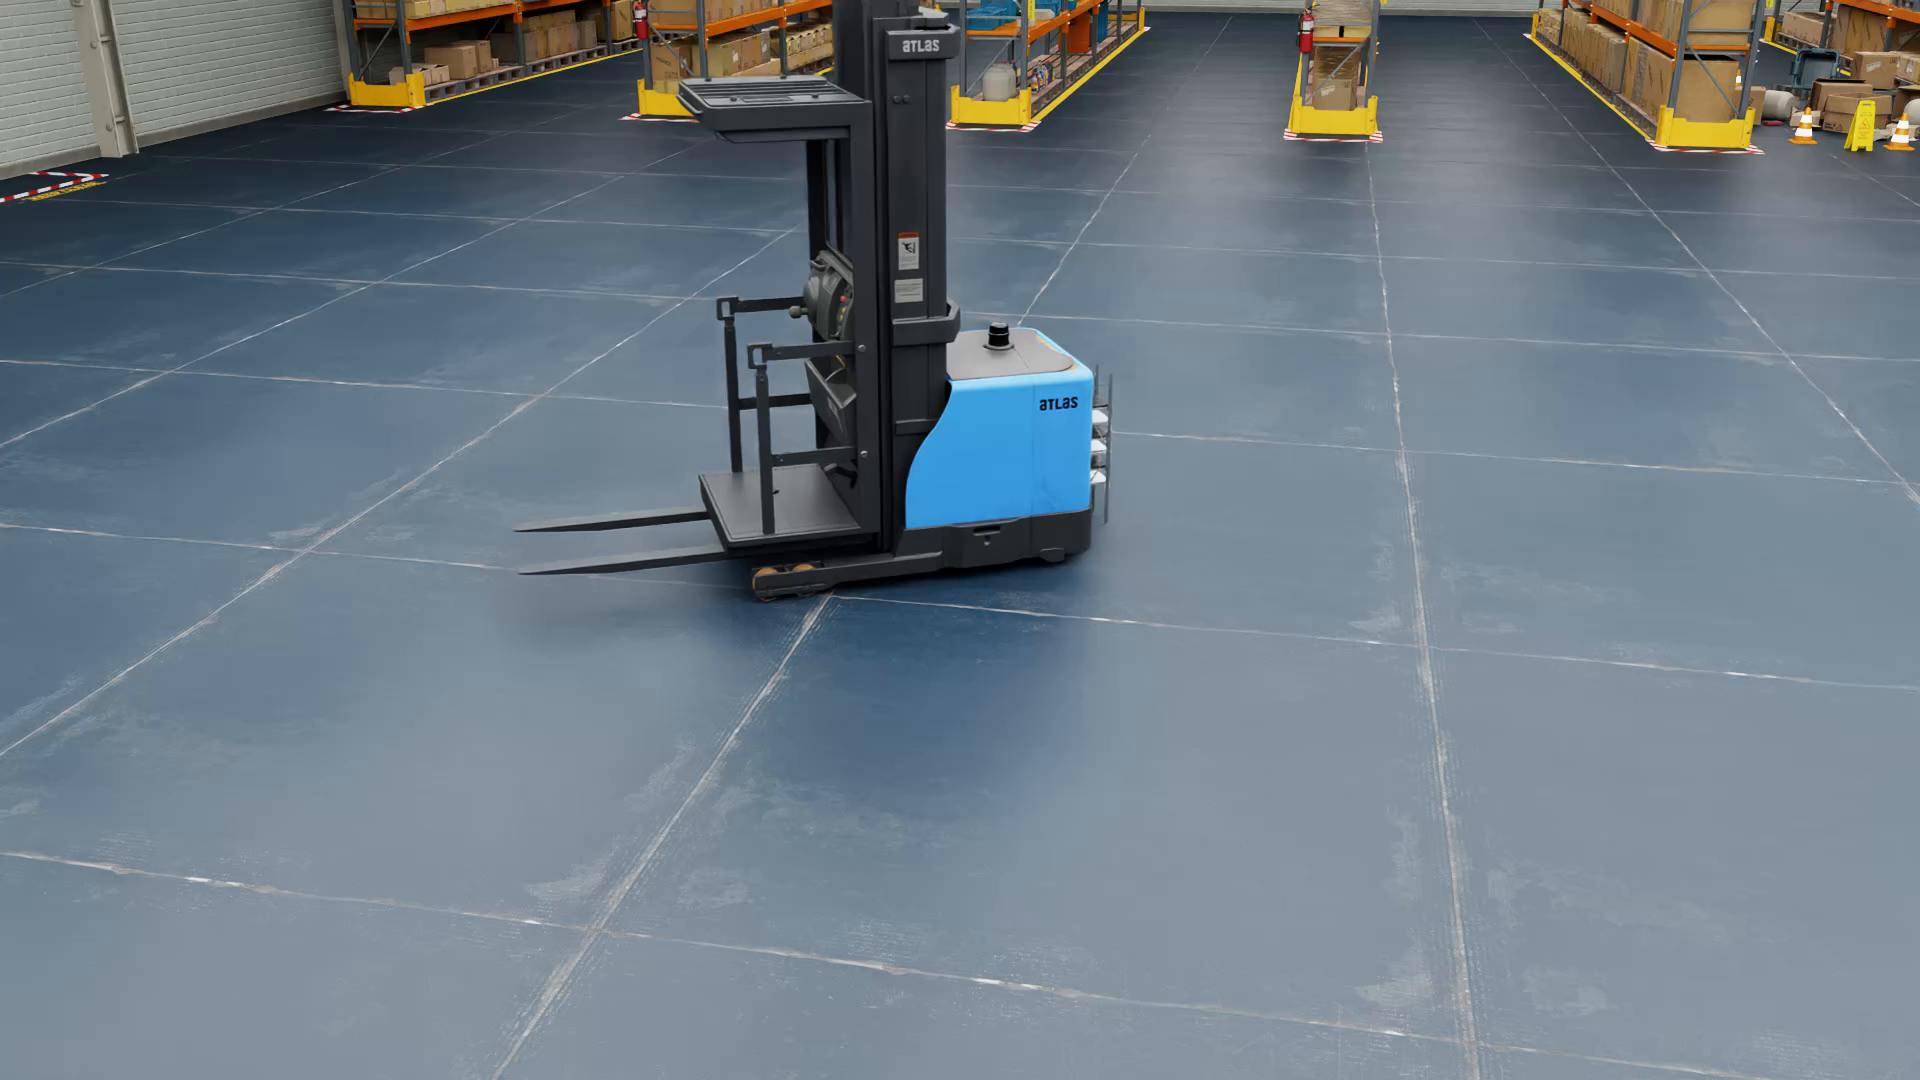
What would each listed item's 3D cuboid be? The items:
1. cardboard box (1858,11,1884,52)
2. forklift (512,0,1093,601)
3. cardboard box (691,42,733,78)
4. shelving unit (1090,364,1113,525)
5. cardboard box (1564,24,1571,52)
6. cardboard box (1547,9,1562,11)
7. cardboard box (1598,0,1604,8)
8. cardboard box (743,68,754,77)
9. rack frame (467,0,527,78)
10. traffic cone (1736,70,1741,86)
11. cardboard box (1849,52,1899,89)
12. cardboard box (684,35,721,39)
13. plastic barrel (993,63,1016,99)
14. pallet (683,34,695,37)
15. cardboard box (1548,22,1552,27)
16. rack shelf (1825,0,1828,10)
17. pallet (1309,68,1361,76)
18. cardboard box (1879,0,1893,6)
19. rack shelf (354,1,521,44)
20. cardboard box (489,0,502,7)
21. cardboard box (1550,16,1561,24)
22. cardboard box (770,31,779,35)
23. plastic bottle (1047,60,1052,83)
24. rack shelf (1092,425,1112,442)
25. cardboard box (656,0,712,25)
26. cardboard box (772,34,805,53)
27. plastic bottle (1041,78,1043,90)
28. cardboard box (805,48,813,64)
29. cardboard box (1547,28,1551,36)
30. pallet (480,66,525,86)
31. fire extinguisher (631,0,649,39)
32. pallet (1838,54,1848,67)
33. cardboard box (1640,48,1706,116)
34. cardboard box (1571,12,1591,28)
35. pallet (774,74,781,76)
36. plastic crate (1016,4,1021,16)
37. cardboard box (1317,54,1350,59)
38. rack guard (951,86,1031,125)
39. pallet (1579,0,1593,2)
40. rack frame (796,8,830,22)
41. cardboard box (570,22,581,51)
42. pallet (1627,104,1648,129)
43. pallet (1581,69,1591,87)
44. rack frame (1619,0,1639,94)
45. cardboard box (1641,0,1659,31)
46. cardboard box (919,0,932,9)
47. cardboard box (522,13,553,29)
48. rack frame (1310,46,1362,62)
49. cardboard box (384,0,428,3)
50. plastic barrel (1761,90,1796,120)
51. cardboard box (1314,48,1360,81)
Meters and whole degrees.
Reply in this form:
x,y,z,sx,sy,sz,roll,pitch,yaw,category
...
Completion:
x,y,z,sx,sy,sz,roll,pitch,yaw,category
17.084,-9.186,30.429,0.875,0.875,0.875,5,22,12,cardboard box
-0.861,-1.265,8.571,3.031,2.935,1.130,-6,23,-15,forklift
-3.928,-7.620,26.374,0.500,0.500,0.500,4,22,11,cardboard box
0.705,-0.531,9.467,0.258,0.900,0.210,-7,23,-16,shelving unit
12.109,-9.800,32.455,0.500,0.500,0.500,5,23,13,cardboard box
13.064,-11.543,36.458,0.380,0.149,0.250,5,22,12,cardboard box
11.353,-9.462,28.698,0.500,0.500,0.500,4,22,10,cardboard box
-3.720,-7.638,27.422,0.500,0.250,0.500,4,22,11,cardboard box
-8.389,-9.830,29.746,1.000,3.000,0.127,4,22,11,rack frame
12.745,-7.481,27.309,0.336,0.463,0.334,4,22,11,traffic cone
14.111,-7.258,25.693,0.500,0.500,0.500,4,22,11,cardboard box
-4.244,-8.026,27.383,0.500,0.500,0.500,4,22,11,cardboard box
0.655,-7.083,25.692,0.421,0.512,0.421,0,22,0,plastic barrel
-6.525,-11.734,38.207,1.003,0.211,1.213,4,22,11,pallet
12.890,-11.127,35.823,0.380,0.149,0.250,3,22,8,cardboard box
17.900,-11.265,34.273,1.077,0.370,4.000,4,22,11,rack shelf
6.563,-8.136,29.273,1.003,0.211,1.213,4,22,11,pallet
16.525,-9.540,29.226,0.500,0.250,0.500,4,22,9,cardboard box
-8.797,-8.765,28.064,1.077,0.370,4.000,4,22,11,rack shelf
-8.299,-9.392,28.832,0.500,0.250,0.500,5,22,11,cardboard box
12.595,-10.889,34.834,0.380,0.149,0.250,3,22,8,cardboard box
-3.533,-9.176,30.491,0.500,0.311,0.500,4,22,11,cardboard box
1.460,-7.793,27.644,0.144,0.351,0.185,4,22,9,plastic bottle
0.705,-0.583,9.445,0.258,0.077,0.200,-7,23,-16,rack shelf
-4.247,-8.207,25.582,0.700,0.500,0.500,4,22,11,cardboard box
-3.103,-8.948,29.924,0.500,0.311,0.500,4,22,10,cardboard box
1.279,-7.355,26.759,0.097,0.201,0.097,0,22,0,plastic bottle
-3.005,-8.878,30.501,0.500,0.250,0.500,4,22,9,cardboard box
12.719,-10.809,35.432,0.380,0.149,0.250,4,22,11,cardboard box
-8.491,-8.288,29.651,1.003,0.211,1.213,4,22,11,pallet
-4.834,-7.947,25.175,0.296,0.674,0.183,4,22,11,fire extinguisher
17.409,-9.286,32.128,1.003,0.211,1.213,4,22,11,pallet
10.428,-6.604,24.017,0.875,0.875,0.875,4,22,10,cardboard box
12.002,-9.960,31.849,0.500,0.250,0.500,5,23,13,cardboard box
-3.742,-7.873,28.619,1.003,0.211,1.213,4,22,11,pallet
0.756,-8.502,26.731,0.450,0.188,0.662,4,22,11,plastic crate
6.038,-7.589,26.966,0.500,0.500,0.500,4,22,9,cardboard box
0.463,-6.484,24.784,1.175,0.500,0.348,4,22,11,rack guard
11.851,-9.925,30.238,1.213,0.211,1.003,4,22,11,pallet
-2.723,-10.917,32.444,1.000,3.000,0.127,4,22,11,rack frame
-7.888,-9.891,32.654,0.700,0.500,0.500,4,22,11,cardboard box
10.515,-6.269,24.637,1.003,0.211,1.213,4,22,11,pallet
11.575,-8.169,29.354,1.003,0.211,1.213,4,22,11,pallet
10.993,-8.282,25.903,1.000,3.000,0.127,4,22,11,rack frame
10.614,-7.825,24.566,0.875,0.550,0.550,4,22,11,cardboard box
-0.960,-12.669,39.553,0.500,0.500,0.500,4,22,11,cardboard box
-8.066,-9.845,31.536,0.500,0.250,0.500,4,22,9,cardboard box
6.975,-10.160,30.566,1.000,3.000,0.127,4,22,11,rack frame
-8.814,-8.806,26.375,0.500,0.500,0.500,4,22,11,cardboard box
12.264,-6.555,25.064,0.421,0.421,0.512,-16,27,-35,plastic barrel
6.305,-7.965,27.872,0.700,0.500,0.500,3,22,7,cardboard box
